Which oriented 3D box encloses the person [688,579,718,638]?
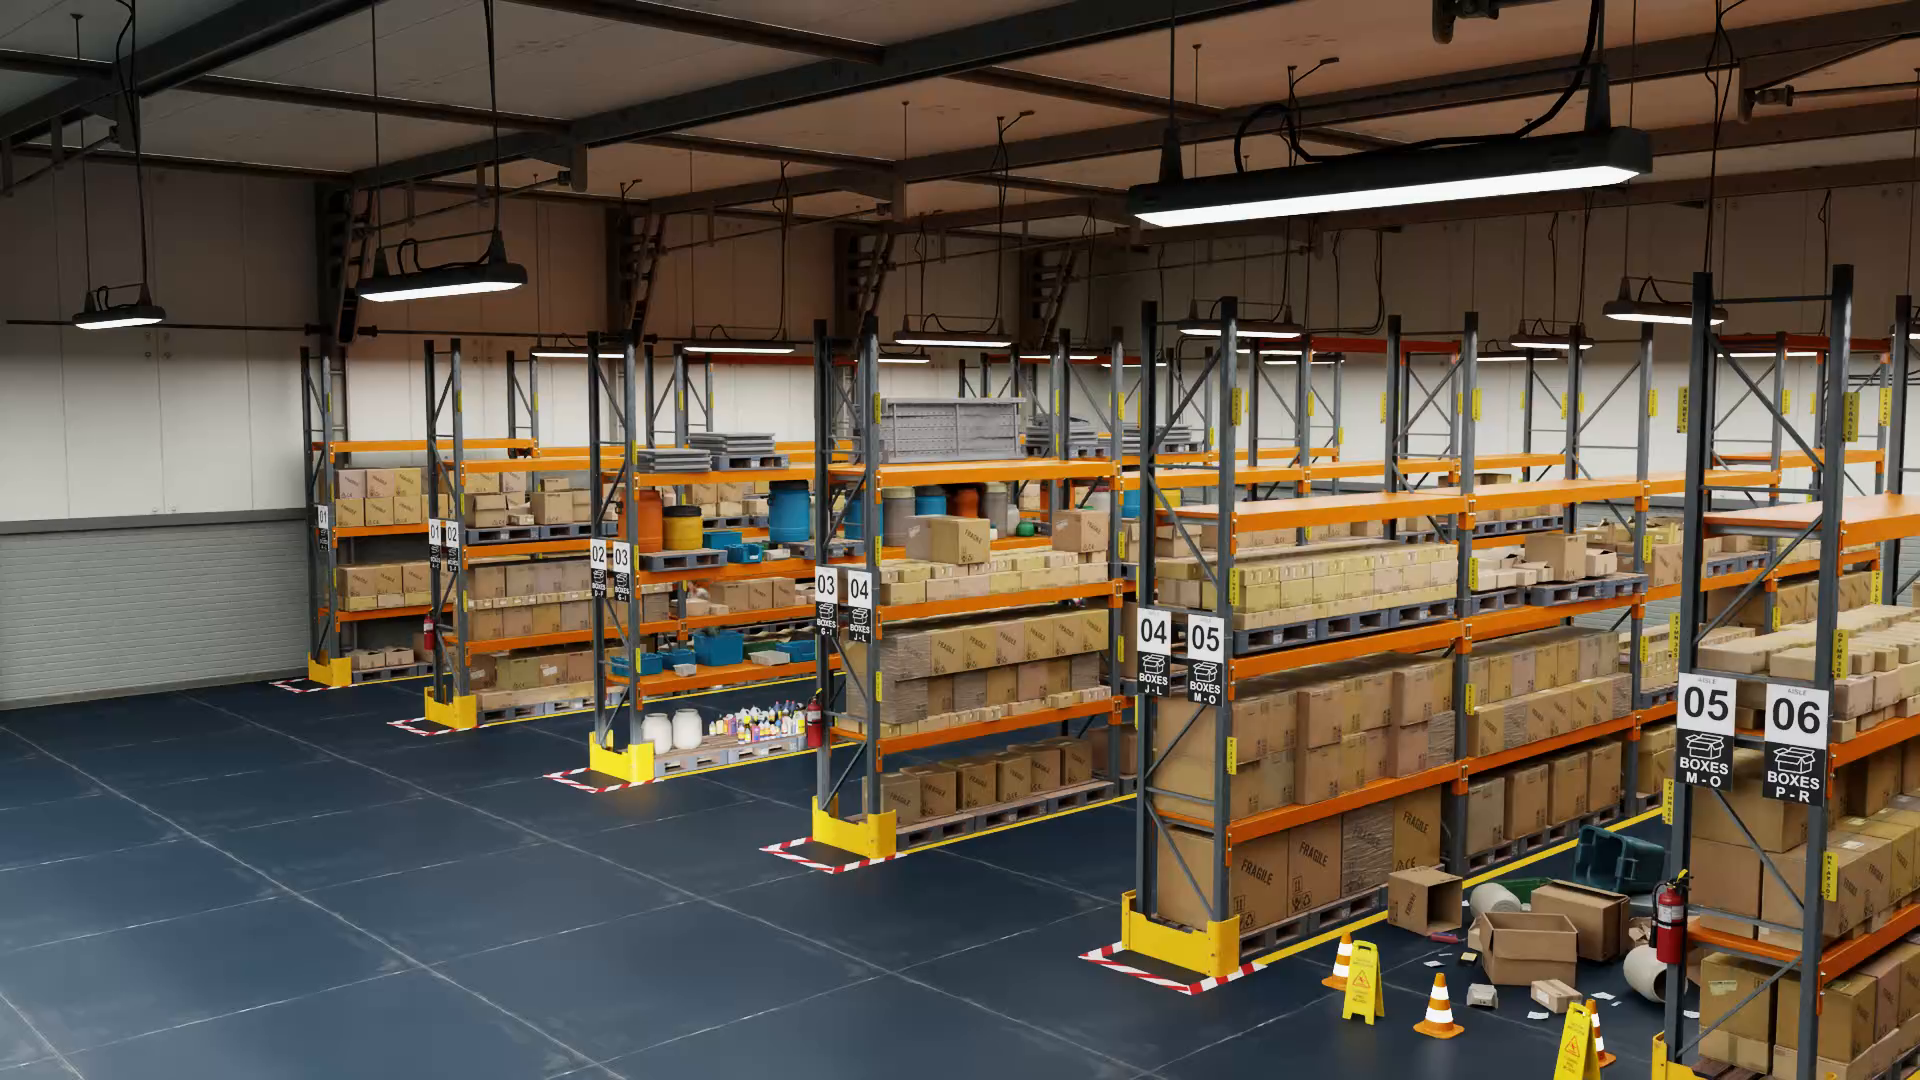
[{"bbox_3d":[-5.083,1.491,33.111,0.609,1.531,0.819,1,5,16],"label":"person"}]
